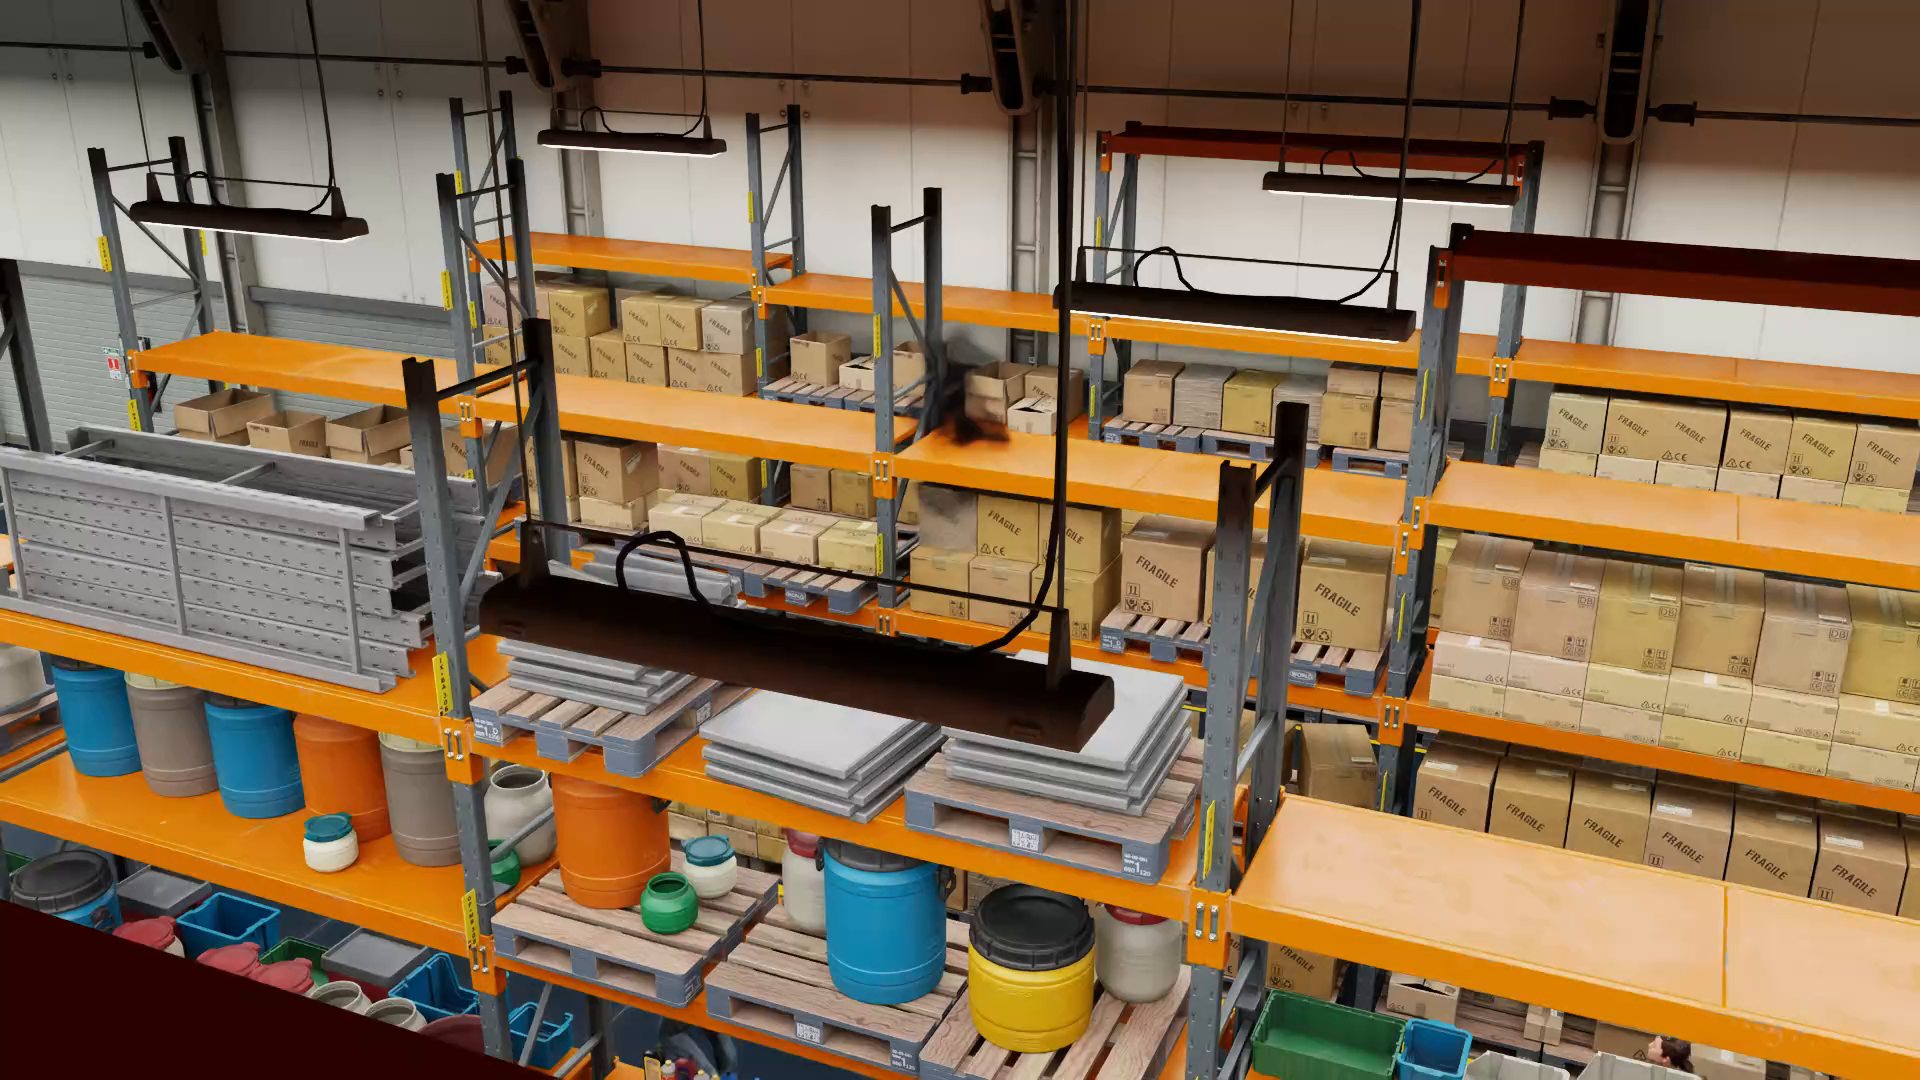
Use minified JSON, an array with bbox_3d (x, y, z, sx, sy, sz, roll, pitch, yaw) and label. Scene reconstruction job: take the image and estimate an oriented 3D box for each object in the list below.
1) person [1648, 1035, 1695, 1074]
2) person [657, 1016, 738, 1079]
[{"bbox_3d":[4.277,3.758,10.346,0.567,1.630,0.586,3,21,9],"label":"person"},{"bbox_3d":[-1.802,3.050,11.265,0.617,1.756,0.686,8,22,21],"label":"person"}]
